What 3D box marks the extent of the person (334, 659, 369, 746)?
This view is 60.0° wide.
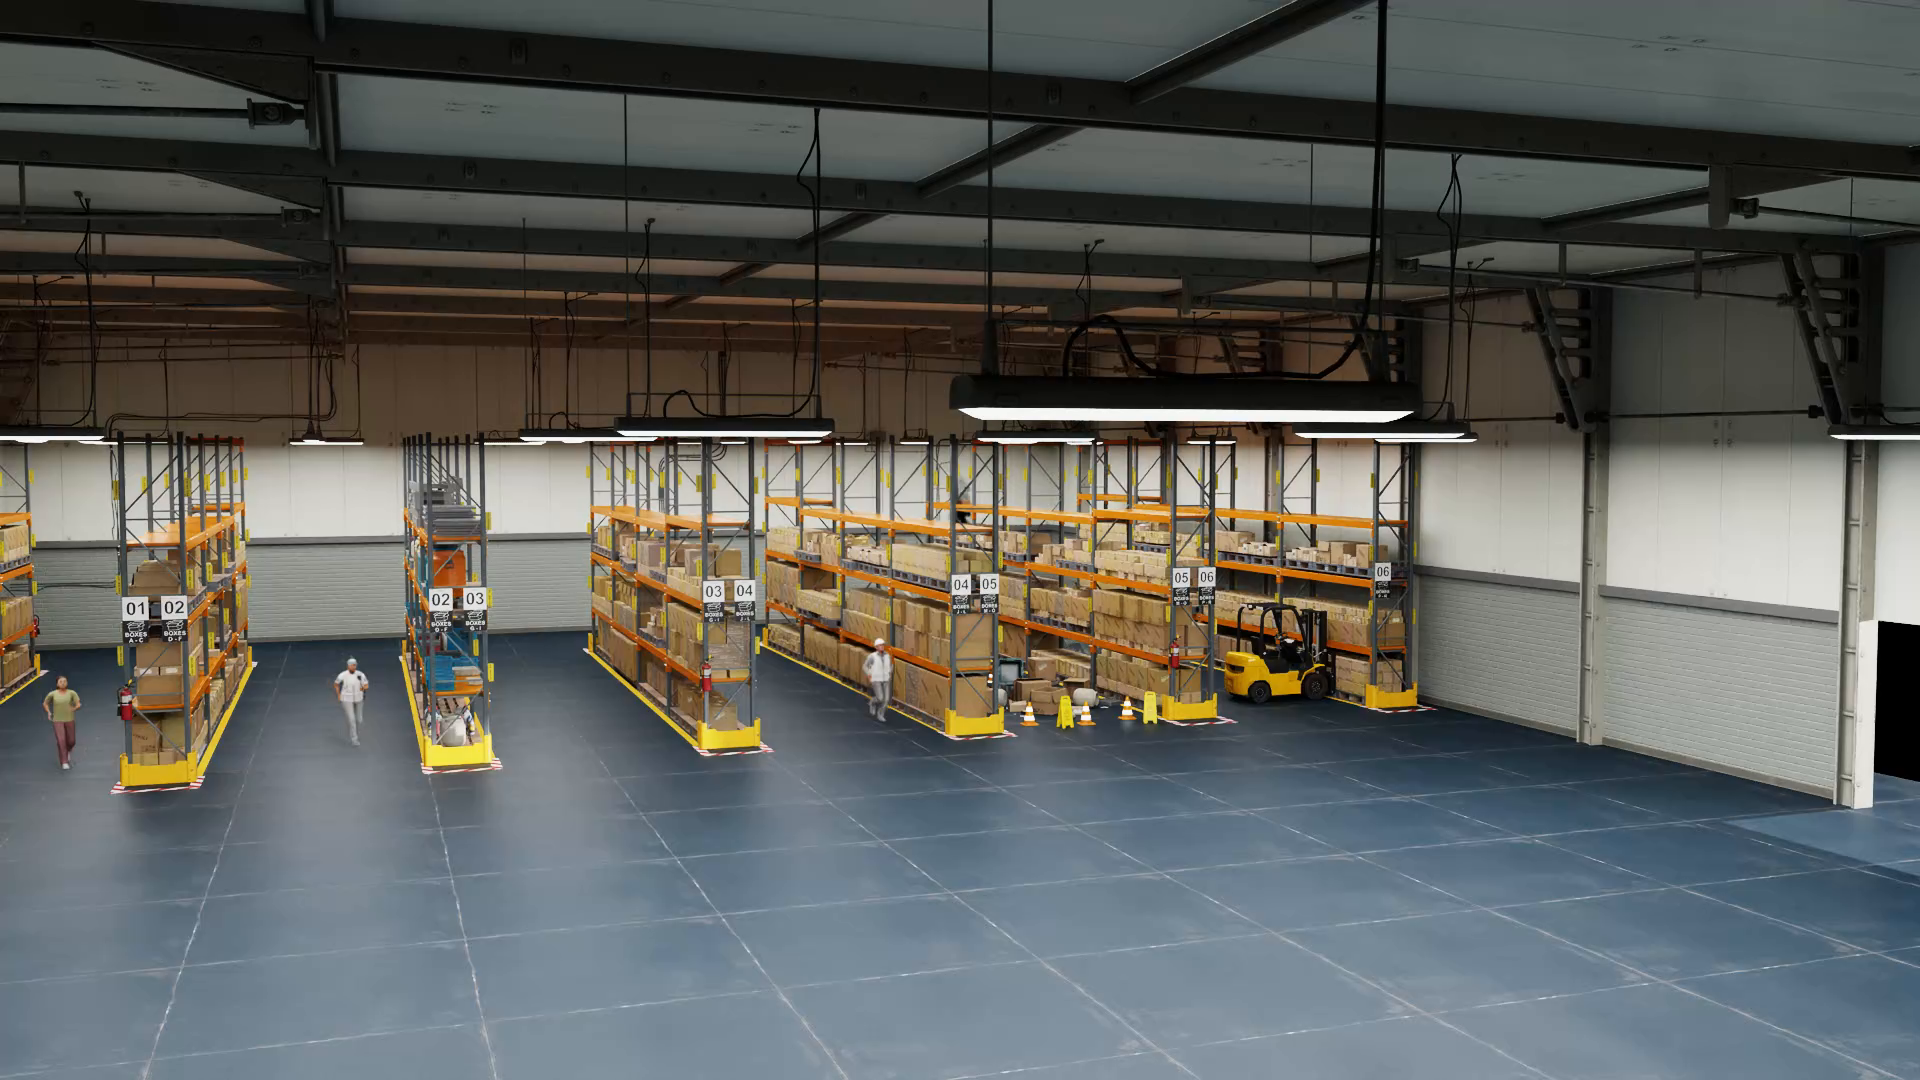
[{"bbox_3d":[-11.737,3.107,32.105,0.610,1.644,0.855,-2,4,-34],"label":"person"}]

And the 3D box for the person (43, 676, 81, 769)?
[{"bbox_3d":[-16.066,3.245,29.786,0.590,1.640,0.859,-2,4,-35],"label":"person"}]

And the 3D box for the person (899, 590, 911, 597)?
[{"bbox_3d":[-1.746,2.107,51.130,0.671,1.618,0.537,-1,3,-12],"label":"person"}]

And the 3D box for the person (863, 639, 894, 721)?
[{"bbox_3d":[-1.667,2.934,34.838,0.664,1.730,0.578,-2,4,-27],"label":"person"}]
